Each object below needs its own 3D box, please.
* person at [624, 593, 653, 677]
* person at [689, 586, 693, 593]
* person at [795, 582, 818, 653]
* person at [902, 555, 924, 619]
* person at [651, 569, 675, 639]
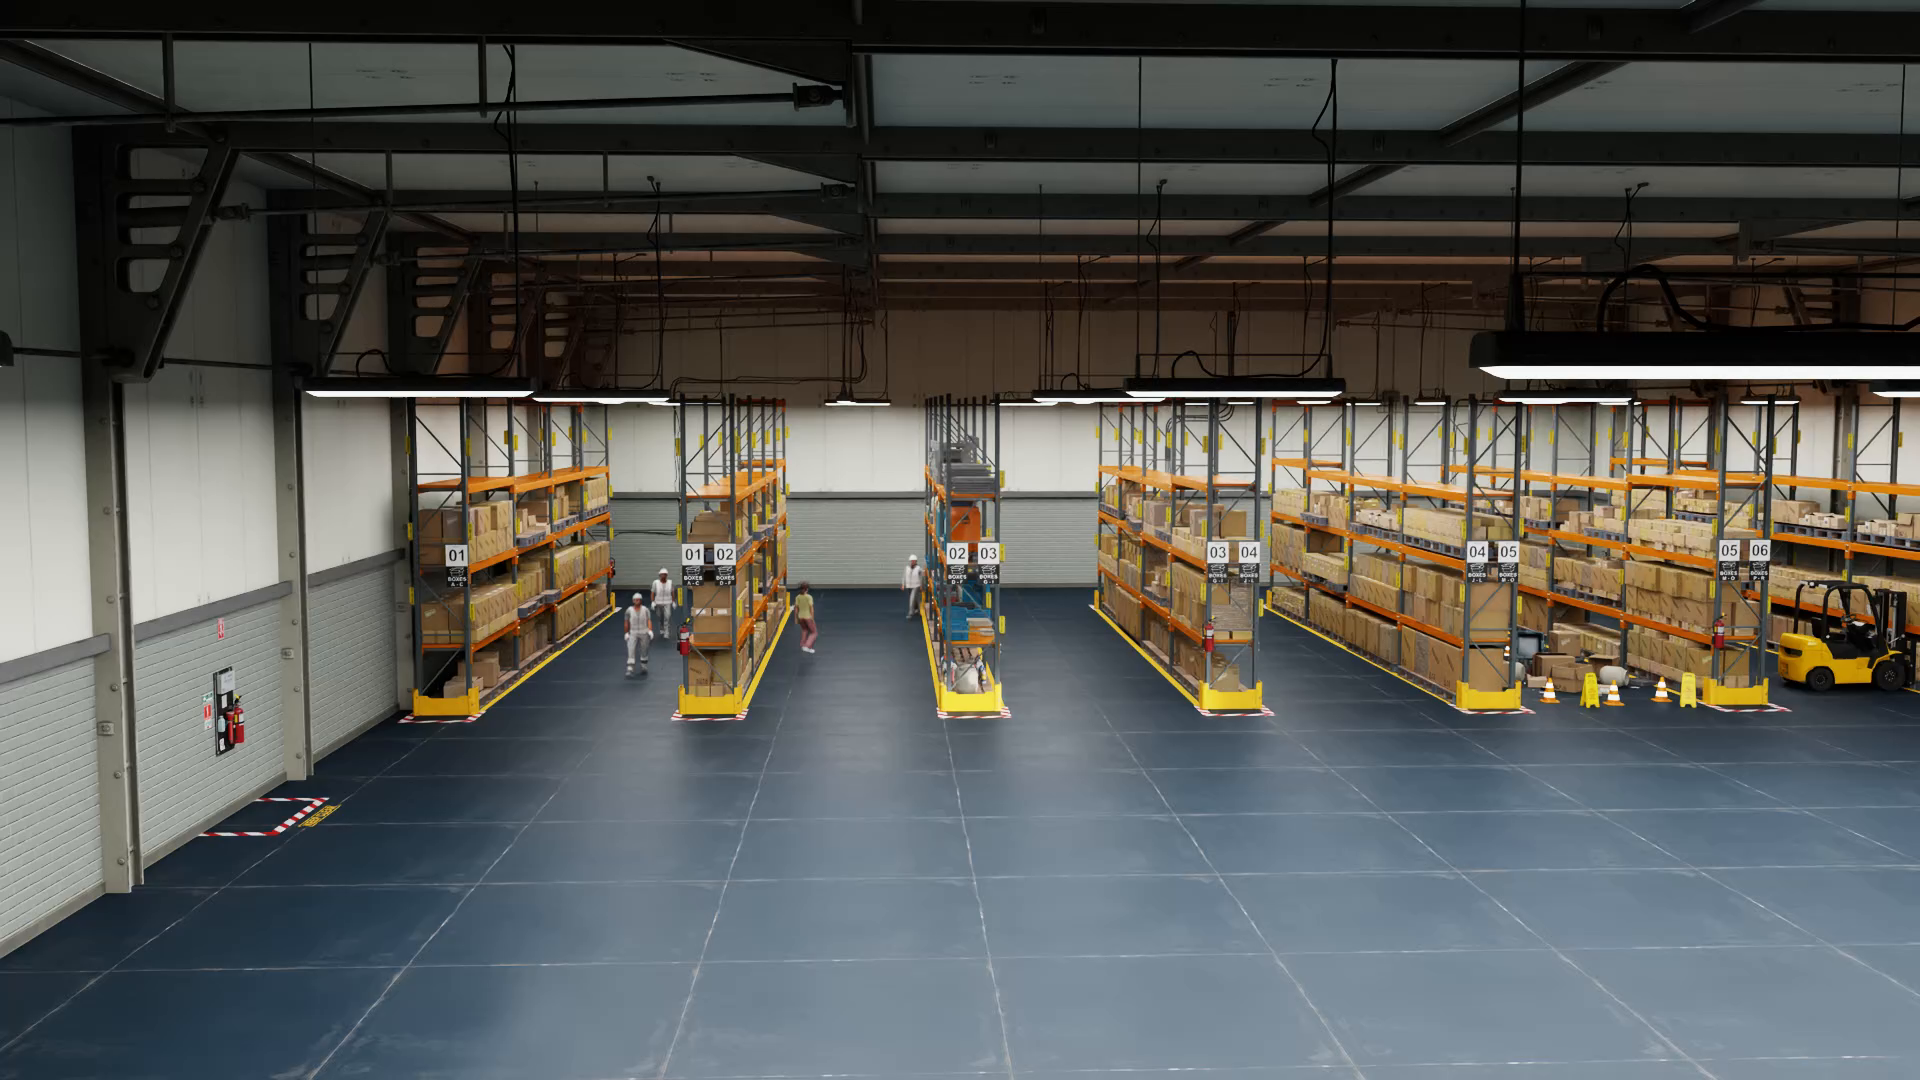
[{"bbox_3d":[-6.892,2.009,35.659,0.632,1.718,1.054,0,5,-4],"label":"person"},{"bbox_3d":[-7.044,1.404,44.879,0.516,1.514,0.788,1,5,9],"label":"person"},{"bbox_3d":[-3.471,1.735,37.420,0.491,1.567,0.592,2,5,21],"label":"person"},{"bbox_3d":[-1.274,1.264,45.413,0.539,1.724,1.071,2,5,27],"label":"person"},{"bbox_3d":[-7.392,1.580,41.379,0.577,1.725,1.096,0,5,-5],"label":"person"}]
